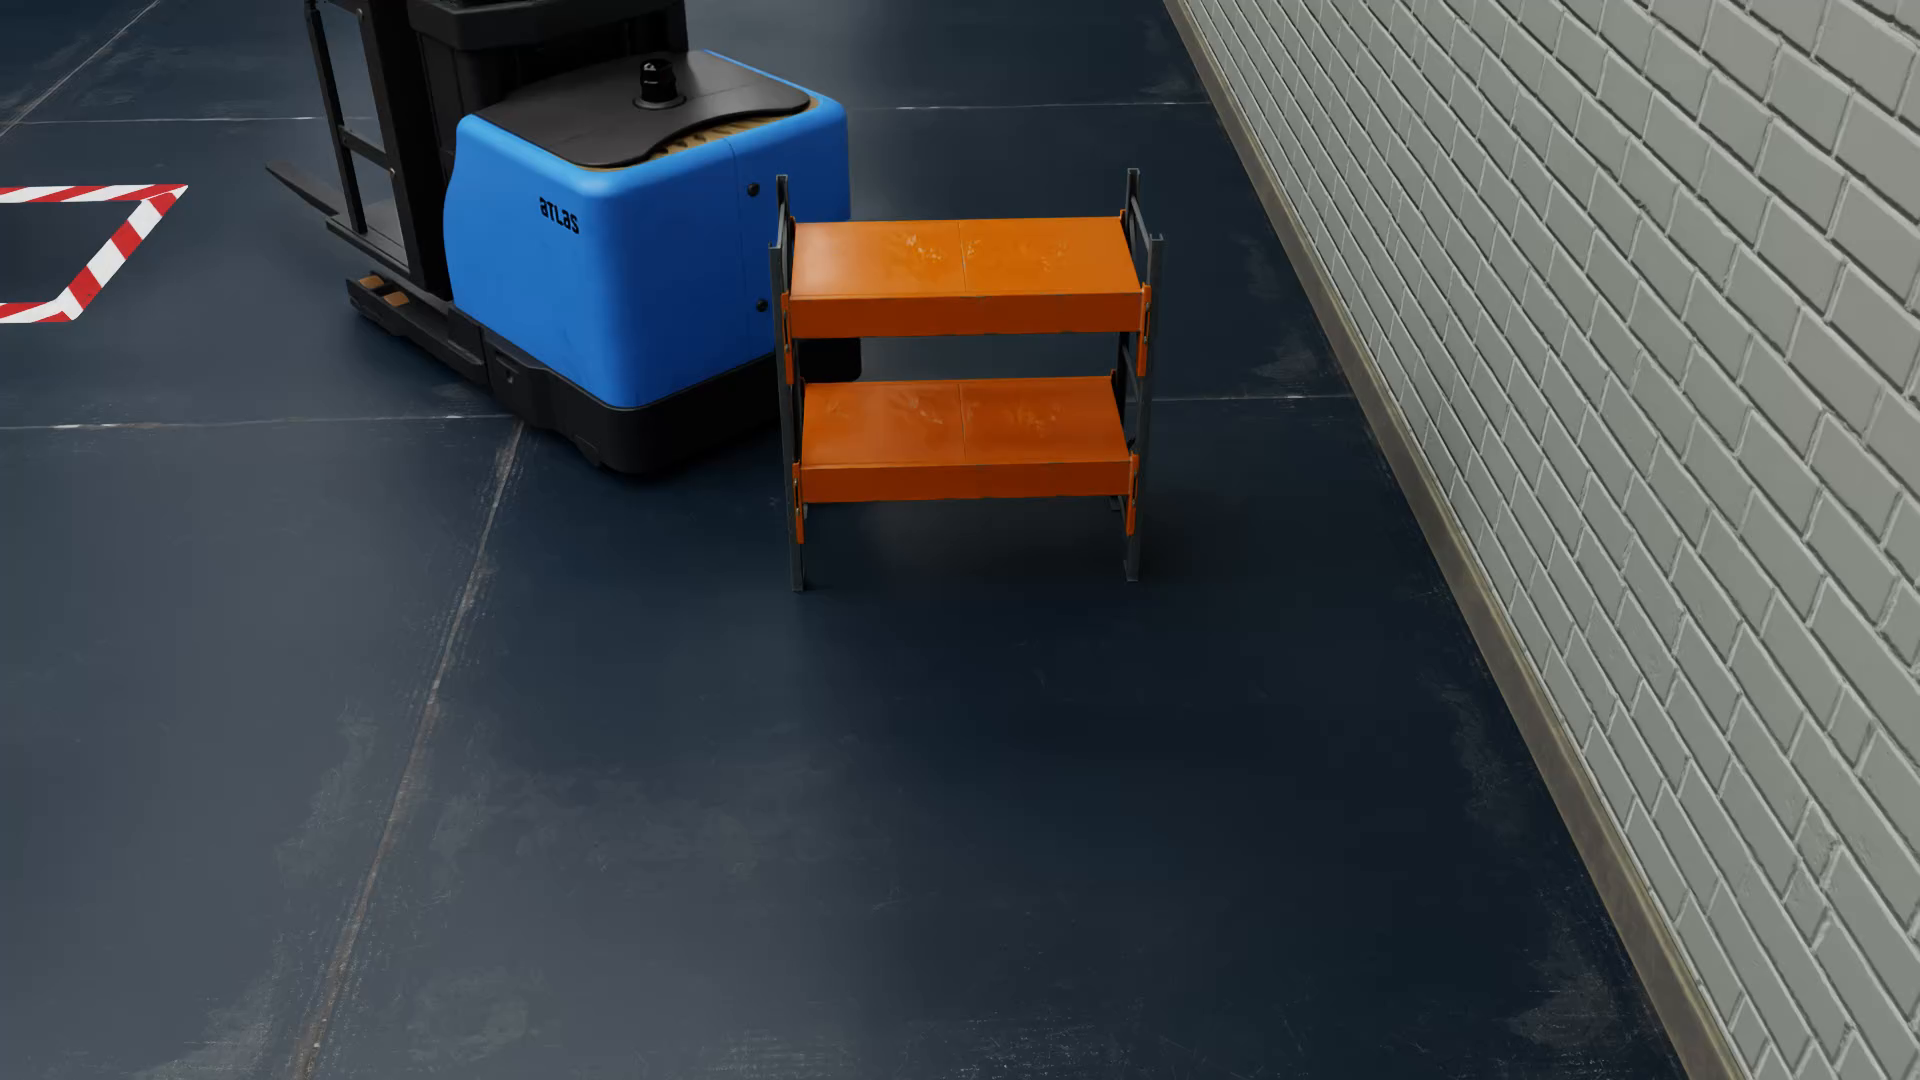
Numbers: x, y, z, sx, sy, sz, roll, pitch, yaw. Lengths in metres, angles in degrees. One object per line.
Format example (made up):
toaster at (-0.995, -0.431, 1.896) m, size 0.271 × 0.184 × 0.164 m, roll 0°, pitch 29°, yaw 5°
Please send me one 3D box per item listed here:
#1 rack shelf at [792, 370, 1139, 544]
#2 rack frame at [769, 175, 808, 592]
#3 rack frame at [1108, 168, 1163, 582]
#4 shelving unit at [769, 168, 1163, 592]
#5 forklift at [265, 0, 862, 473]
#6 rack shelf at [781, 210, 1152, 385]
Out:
rack shelf at (0.007, -0.262, 5.069) m, size 1.000 × 0.278 × 0.538 m, roll -2°, pitch 35°, yaw -2°
rack frame at (-0.501, -0.449, 4.910) m, size 0.032 × 1.125 × 0.500 m, roll -2°, pitch 35°, yaw -2°
rack frame at (0.515, -0.476, 4.950) m, size 0.032 × 1.125 × 0.500 m, roll -2°, pitch 35°, yaw -2°
shelving unit at (0.007, -0.463, 4.930) m, size 1.048 × 1.125 × 0.538 m, roll -2°, pitch 35°, yaw -2°
forklift at (-1.735, -2.167, 5.806) m, size 1.130 × 2.935 × 3.031 m, roll -28°, pitch 44°, yaw -35°
rack shelf at (0.007, -0.703, 4.764) m, size 1.000 × 0.278 × 0.538 m, roll -2°, pitch 35°, yaw -2°
